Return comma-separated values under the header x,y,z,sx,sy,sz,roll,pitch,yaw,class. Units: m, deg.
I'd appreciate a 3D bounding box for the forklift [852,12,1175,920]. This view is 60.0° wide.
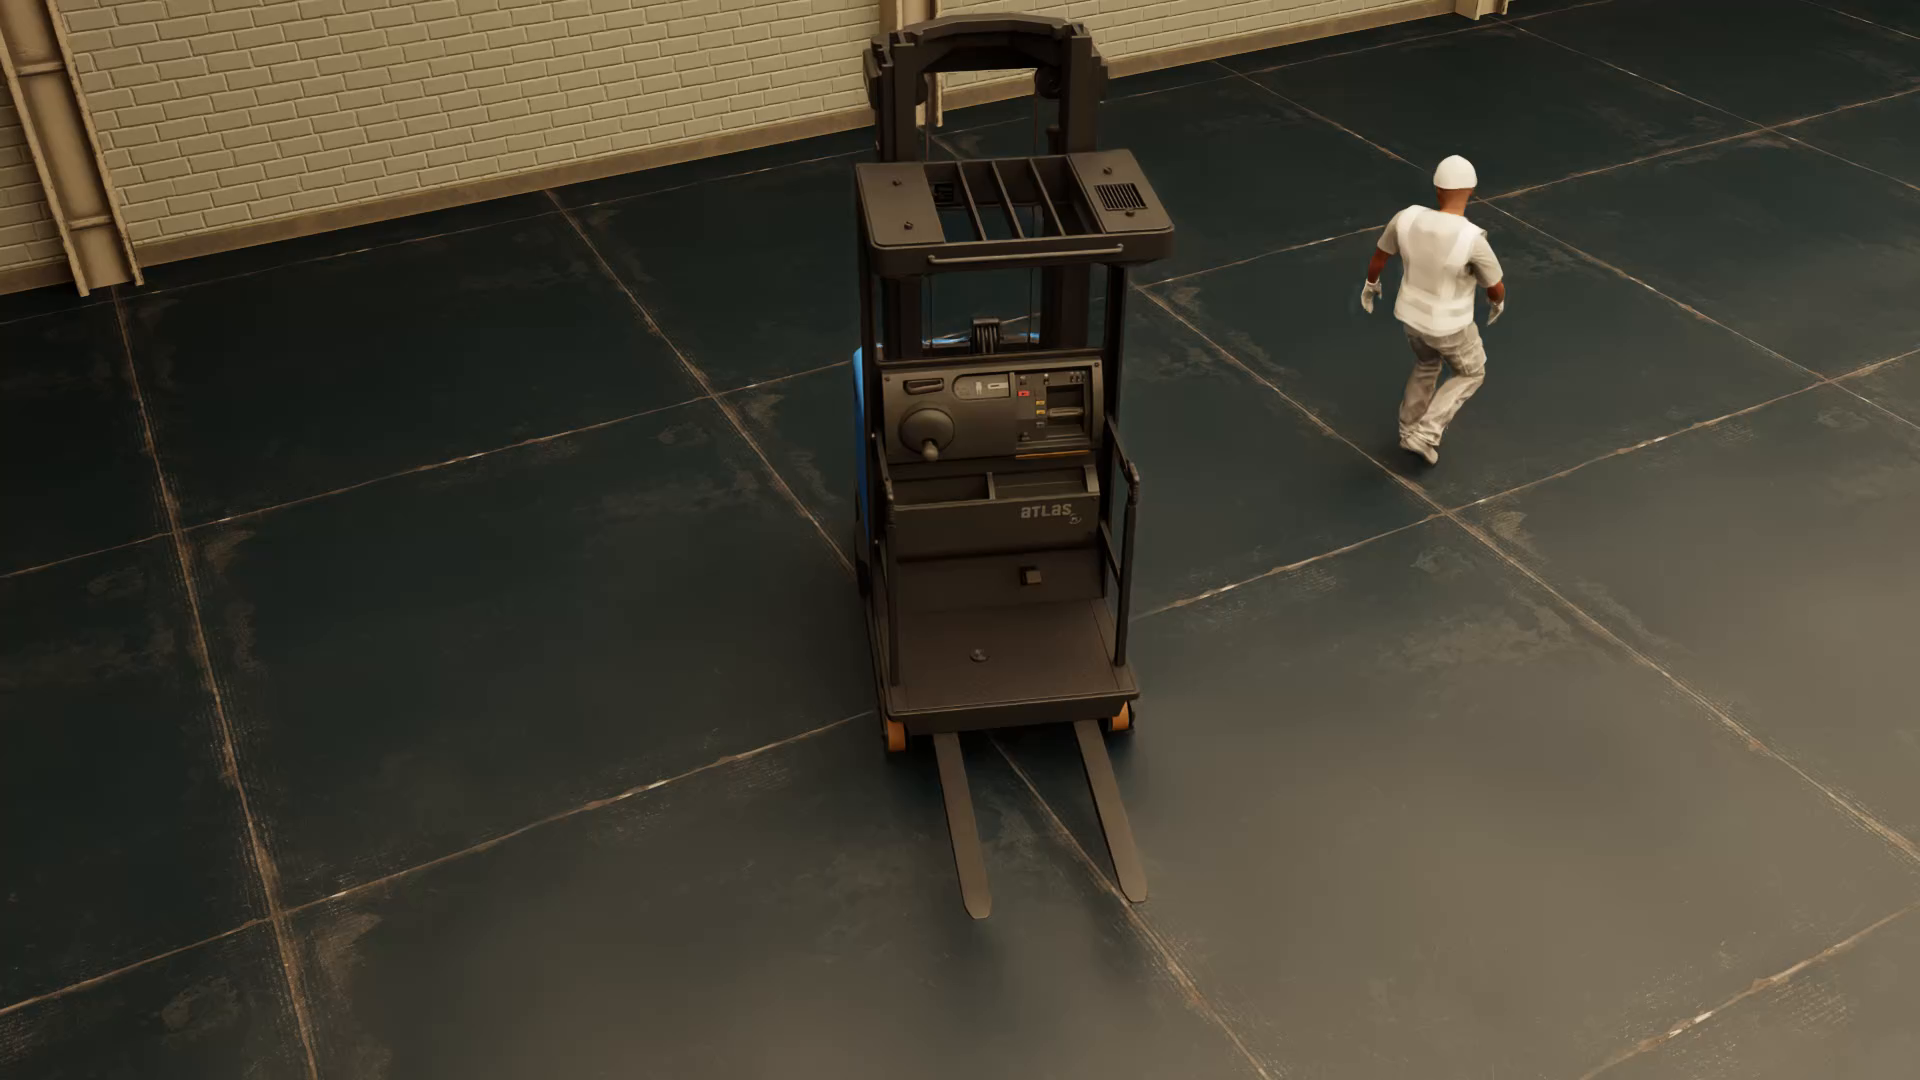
x,y,z,sx,sy,sz,roll,pitch,yaw,class
0.171,-0.480,6.802,1.130,2.935,3.031,-5,36,-6,forklift

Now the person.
x,y,z,sx,sy,sz,roll,pitch,yaw,class
2.547,-1.239,8.911,0.530,1.738,0.775,-21,41,-27,person
